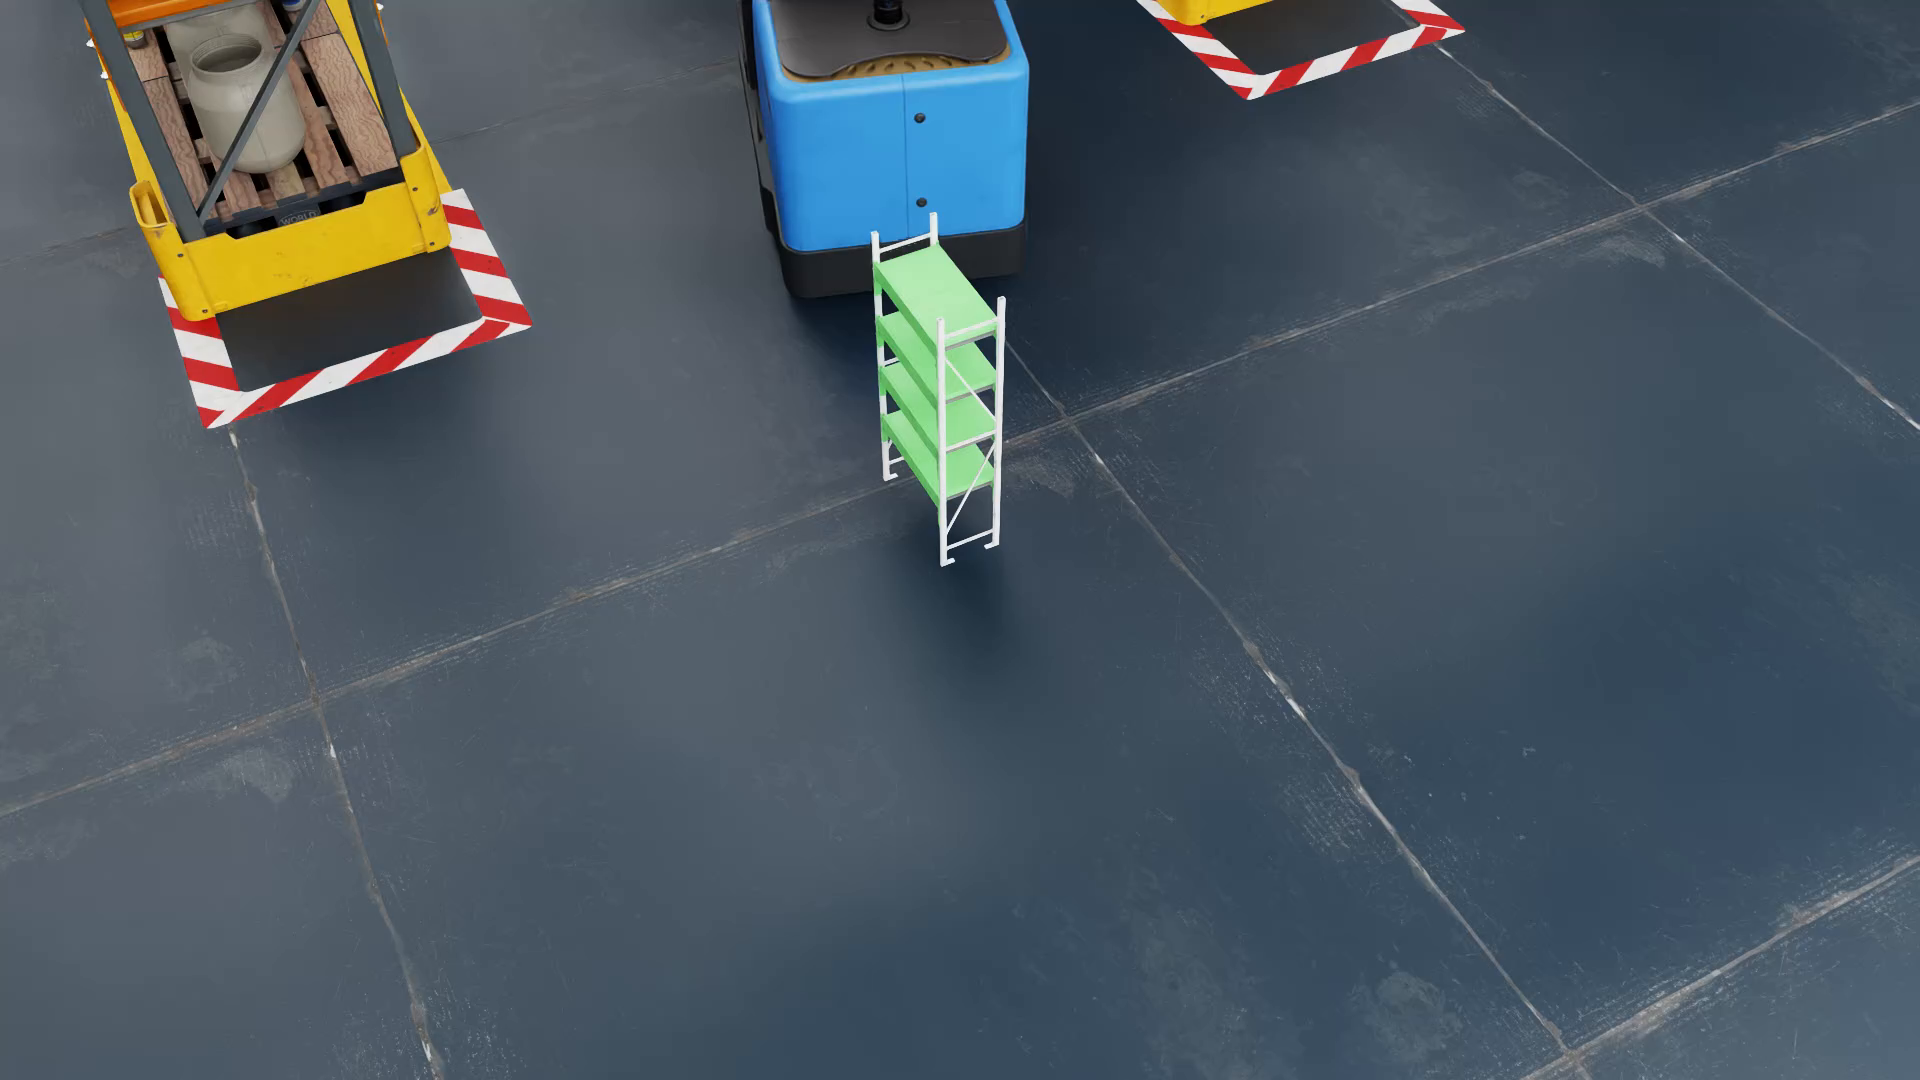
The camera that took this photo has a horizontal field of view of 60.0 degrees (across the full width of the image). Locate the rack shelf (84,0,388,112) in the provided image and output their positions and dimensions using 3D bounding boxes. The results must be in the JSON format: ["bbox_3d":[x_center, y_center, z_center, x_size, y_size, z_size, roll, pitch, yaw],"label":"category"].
[{"bbox_3d":[-3.683,-3.282,7.606,1.077,0.370,4.000,-21,52,-18],"label":"rack shelf"}]

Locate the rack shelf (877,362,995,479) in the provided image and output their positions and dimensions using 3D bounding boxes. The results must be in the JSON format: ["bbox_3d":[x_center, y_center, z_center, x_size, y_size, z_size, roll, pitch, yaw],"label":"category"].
[{"bbox_3d":[-0.076,-0.464,5.943,0.258,0.148,0.480,-21,52,-18],"label":"rack shelf"}]

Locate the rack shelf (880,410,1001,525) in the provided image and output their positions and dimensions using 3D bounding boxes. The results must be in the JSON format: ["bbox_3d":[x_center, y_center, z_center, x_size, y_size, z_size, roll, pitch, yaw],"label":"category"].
[{"bbox_3d":[-0.076,-0.306,6.124,0.258,0.148,0.480,-21,52,-18],"label":"rack shelf"}]

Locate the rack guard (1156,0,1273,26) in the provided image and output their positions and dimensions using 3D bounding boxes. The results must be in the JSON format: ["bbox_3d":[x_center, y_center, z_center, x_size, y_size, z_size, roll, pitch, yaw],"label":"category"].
[{"bbox_3d":[1.602,-3.114,8.642,1.175,0.500,0.348,-21,52,-18],"label":"rack guard"}]

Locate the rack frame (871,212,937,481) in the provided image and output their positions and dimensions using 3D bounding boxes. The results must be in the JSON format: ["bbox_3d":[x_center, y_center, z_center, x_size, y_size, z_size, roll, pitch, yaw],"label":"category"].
[{"bbox_3d":[-0.187,-0.669,6.038,0.240,1.200,0.015,-21,52,-18],"label":"rack frame"}]

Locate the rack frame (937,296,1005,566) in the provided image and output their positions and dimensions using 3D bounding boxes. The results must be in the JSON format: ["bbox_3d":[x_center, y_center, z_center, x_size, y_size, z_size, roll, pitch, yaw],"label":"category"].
[{"bbox_3d":[0.036,-0.342,5.752,0.240,1.200,0.015,-21,52,-18],"label":"rack frame"}]

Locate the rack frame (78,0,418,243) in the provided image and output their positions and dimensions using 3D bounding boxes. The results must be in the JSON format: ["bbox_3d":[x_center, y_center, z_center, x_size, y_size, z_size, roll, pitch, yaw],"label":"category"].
[{"bbox_3d":[-2.768,-2.181,6.164,1.000,3.000,0.127,-21,52,-18],"label":"rack frame"}]

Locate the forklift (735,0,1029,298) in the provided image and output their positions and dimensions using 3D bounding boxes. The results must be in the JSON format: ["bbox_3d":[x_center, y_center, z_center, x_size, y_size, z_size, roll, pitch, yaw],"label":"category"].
[{"bbox_3d":[-0.483,-3.122,7.033,1.130,2.935,3.031,-8,49,-7],"label":"forklift"}]

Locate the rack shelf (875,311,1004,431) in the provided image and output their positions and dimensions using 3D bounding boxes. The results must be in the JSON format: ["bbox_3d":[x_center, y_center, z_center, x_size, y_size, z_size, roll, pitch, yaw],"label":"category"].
[{"bbox_3d":[-0.076,-0.622,5.763,0.258,0.148,0.480,-21,52,-18],"label":"rack shelf"}]

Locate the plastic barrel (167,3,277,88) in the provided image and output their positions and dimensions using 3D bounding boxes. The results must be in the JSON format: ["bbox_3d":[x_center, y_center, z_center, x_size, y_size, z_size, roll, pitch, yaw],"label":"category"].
[{"bbox_3d":[-3.366,-2.249,7.598,0.421,0.512,0.421,0,49,0],"label":"plastic barrel"}]

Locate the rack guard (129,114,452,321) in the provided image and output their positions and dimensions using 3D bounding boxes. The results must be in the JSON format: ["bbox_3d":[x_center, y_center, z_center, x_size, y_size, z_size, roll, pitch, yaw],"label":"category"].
[{"bbox_3d":[-2.844,-1.392,7.136,1.175,0.500,0.348,-21,52,-18],"label":"rack guard"}]

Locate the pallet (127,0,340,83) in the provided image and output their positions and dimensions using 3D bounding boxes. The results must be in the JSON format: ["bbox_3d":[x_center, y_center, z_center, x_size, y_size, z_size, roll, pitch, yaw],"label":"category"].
[{"bbox_3d":[-3.765,-2.658,8.435,1.003,0.211,1.213,-21,52,-18],"label":"pallet"}]

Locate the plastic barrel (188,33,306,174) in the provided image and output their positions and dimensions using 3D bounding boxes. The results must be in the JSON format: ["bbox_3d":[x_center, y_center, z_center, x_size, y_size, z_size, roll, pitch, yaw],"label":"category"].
[{"bbox_3d":[-3.137,-1.914,7.305,0.421,0.512,0.421,0,49,0],"label":"plastic barrel"}]

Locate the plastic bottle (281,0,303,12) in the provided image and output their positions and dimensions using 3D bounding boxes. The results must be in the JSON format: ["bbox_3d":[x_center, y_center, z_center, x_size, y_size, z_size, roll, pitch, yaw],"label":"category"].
[{"bbox_3d":[-3.320,-2.748,8.181,0.097,0.271,0.097,0,49,0],"label":"plastic bottle"}]

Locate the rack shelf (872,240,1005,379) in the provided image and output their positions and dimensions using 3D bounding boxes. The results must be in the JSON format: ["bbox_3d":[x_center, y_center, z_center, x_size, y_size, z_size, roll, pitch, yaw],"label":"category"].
[{"bbox_3d":[-0.076,-0.780,5.582,0.258,0.148,0.480,-21,52,-18],"label":"rack shelf"}]

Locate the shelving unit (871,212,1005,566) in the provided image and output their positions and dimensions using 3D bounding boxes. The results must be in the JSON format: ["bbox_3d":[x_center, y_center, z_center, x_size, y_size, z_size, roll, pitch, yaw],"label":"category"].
[{"bbox_3d":[-0.076,-0.506,5.895,0.258,1.200,0.503,-21,52,-18],"label":"shelving unit"}]

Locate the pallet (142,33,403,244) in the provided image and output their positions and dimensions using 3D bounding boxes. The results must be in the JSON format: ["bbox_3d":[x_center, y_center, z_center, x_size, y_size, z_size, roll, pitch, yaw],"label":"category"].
[{"bbox_3d":[-3.211,-1.843,7.721,1.003,0.211,1.213,-21,52,-18],"label":"pallet"}]

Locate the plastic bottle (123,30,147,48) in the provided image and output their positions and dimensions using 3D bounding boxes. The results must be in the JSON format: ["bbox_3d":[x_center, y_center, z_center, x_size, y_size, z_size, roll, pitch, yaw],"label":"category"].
[{"bbox_3d":[-3.998,-2.482,7.995,0.097,0.201,0.097,0,49,0],"label":"plastic bottle"}]
